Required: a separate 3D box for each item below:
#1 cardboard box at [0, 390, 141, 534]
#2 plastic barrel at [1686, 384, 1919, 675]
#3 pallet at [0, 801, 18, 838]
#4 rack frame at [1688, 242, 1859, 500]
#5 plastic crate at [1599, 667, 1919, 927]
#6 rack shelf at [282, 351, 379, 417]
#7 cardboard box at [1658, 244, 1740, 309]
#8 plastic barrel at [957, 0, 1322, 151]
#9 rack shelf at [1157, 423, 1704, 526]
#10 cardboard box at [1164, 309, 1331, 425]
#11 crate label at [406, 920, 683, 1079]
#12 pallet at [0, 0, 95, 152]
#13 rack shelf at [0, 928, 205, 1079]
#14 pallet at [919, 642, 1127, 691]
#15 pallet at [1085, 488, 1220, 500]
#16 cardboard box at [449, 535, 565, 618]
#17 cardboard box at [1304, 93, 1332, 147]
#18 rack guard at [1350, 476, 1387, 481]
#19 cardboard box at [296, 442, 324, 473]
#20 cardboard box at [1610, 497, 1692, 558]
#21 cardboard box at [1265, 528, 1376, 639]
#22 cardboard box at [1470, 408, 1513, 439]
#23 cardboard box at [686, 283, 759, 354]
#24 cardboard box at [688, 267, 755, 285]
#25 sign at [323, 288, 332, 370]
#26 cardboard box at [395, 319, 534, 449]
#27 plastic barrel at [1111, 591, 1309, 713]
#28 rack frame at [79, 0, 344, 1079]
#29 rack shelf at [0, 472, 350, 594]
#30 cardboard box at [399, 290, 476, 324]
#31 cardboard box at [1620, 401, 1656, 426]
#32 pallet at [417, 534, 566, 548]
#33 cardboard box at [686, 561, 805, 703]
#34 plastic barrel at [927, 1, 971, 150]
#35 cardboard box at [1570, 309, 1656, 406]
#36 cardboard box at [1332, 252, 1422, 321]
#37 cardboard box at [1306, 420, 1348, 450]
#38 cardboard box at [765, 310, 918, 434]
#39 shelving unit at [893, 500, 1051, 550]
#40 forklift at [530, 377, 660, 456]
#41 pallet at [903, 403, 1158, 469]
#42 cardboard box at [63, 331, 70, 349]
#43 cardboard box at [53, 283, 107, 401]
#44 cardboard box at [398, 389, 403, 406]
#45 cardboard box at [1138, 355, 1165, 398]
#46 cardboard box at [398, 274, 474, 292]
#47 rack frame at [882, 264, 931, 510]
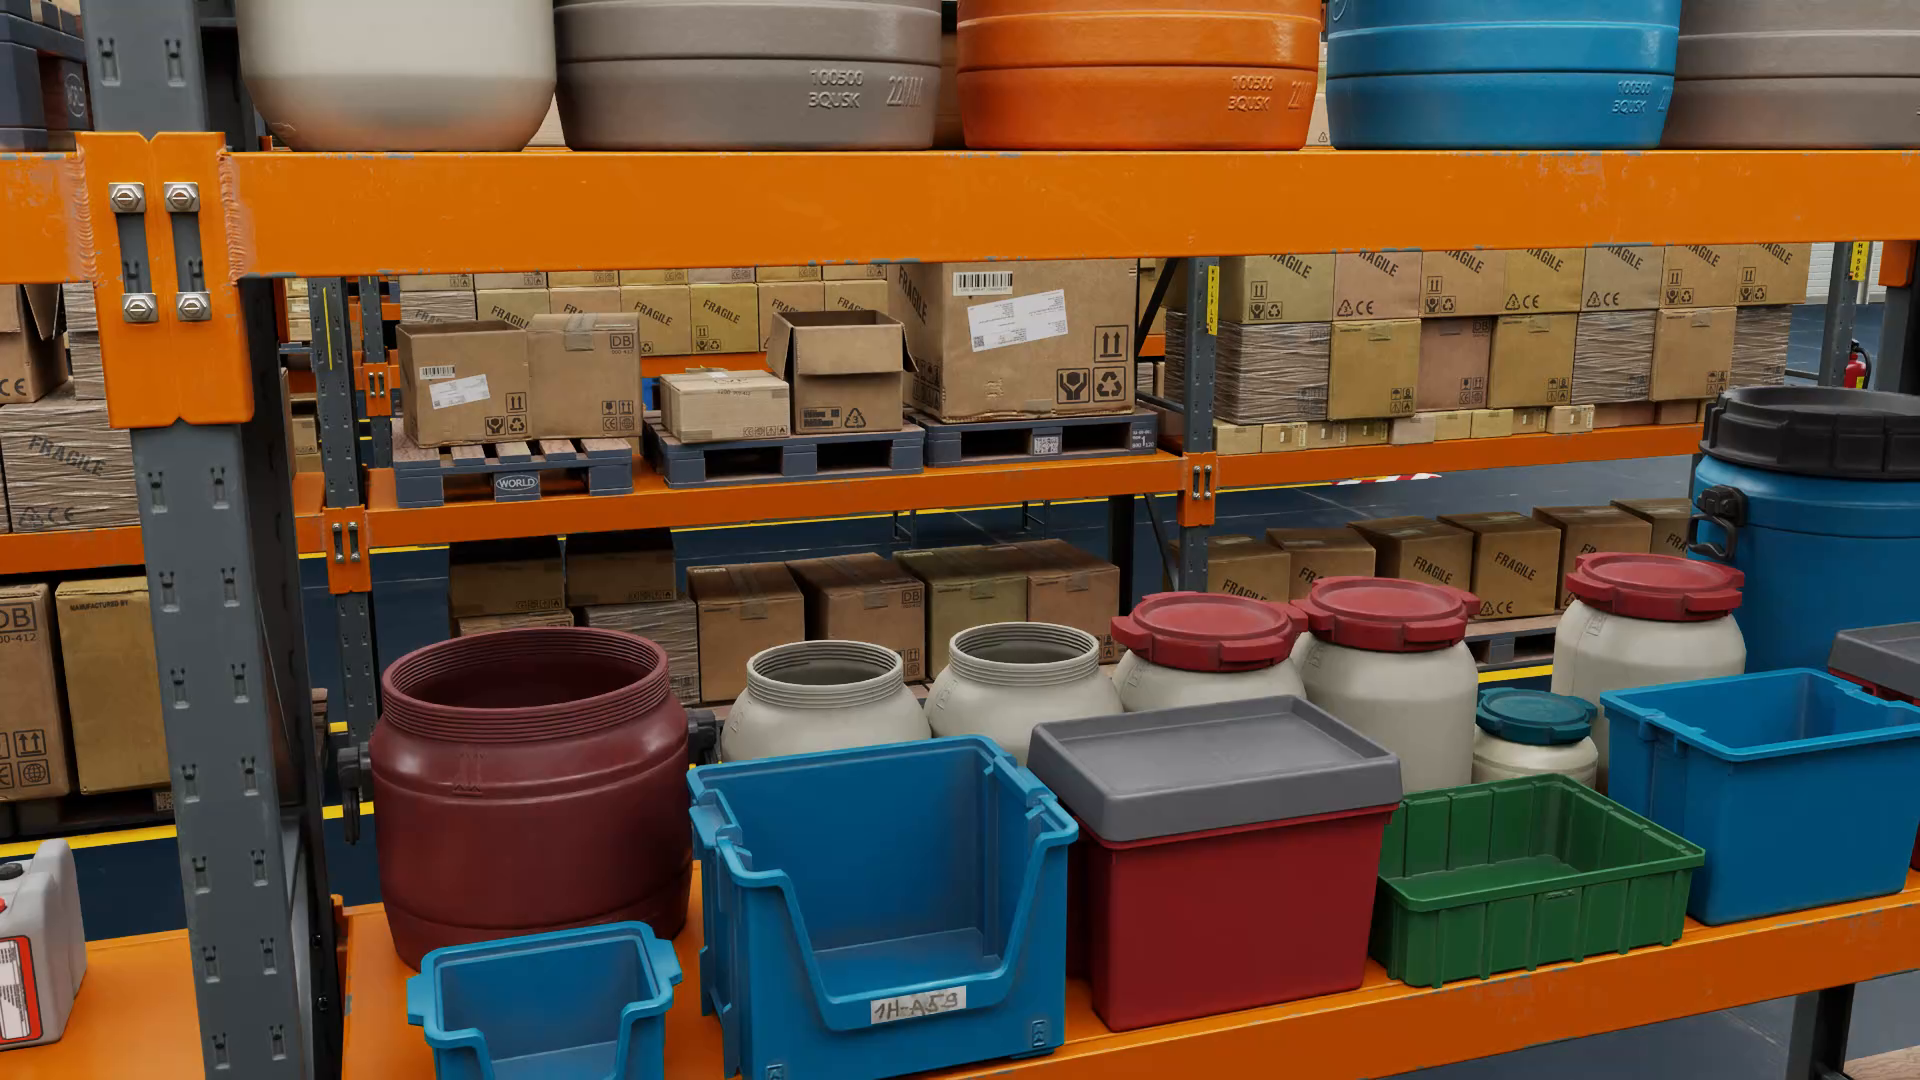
[{"bbox_3d":[-3.617,-0.340,6.873,0.500,0.500,0.500,-5,14,-19],"label":"cardboard box"},{"bbox_3d":[2.154,0.092,4.191,0.708,0.901,0.600,-4,14,-18],"label":"plastic barrel"},{"bbox_3d":[-4.679,1.070,7.188,1.213,0.211,1.003,-4,14,-18],"label":"pallet"},{"bbox_3d":[4.828,-1.008,9.898,0.127,3.000,1.000,-4,14,-18],"label":"rack frame"},{"bbox_3d":[1.671,0.531,3.463,0.575,0.384,0.392,-4,14,-18],"label":"plastic crate"},{"bbox_3d":[-6.136,-1.015,11.483,4.000,0.370,1.077,-4,14,-18],"label":"rack shelf"},{"bbox_3d":[3.914,-1.555,9.177,0.500,0.500,0.500,-4,14,-18],"label":"cardboard box"},{"bbox_3d":[0.293,-1.061,2.710,0.708,0.830,0.600,-4,14,-18],"label":"plastic barrel"},{"bbox_3d":[2.933,-0.510,9.361,4.000,0.370,1.077,-4,14,-18],"label":"rack shelf"},{"bbox_3d":[1.483,-0.926,8.693,0.500,0.500,0.875,-4,14,-18],"label":"cardboard box"},{"bbox_3d":[-0.655,0.801,2.653,0.416,0.233,0.303,-4,14,-18],"label":"crate label"},{"bbox_3d":[-1.930,-0.664,2.376,1.213,0.211,1.003,-4,14,-18],"label":"pallet"},{"bbox_3d":[-3.070,1.166,2.311,4.000,0.370,1.077,-4,14,-18],"label":"rack shelf"},{"bbox_3d":[0.300,0.702,8.736,1.213,0.211,1.003,-4,14,-18],"label":"pallet"},{"bbox_3d":[1.455,-0.581,14.130,1.213,0.211,1.003,-4,14,-18],"label":"pallet"},{"bbox_3d":[-2.128,0.164,7.803,0.500,0.250,0.500,-4,14,-16],"label":"cardboard box"},{"bbox_3d":[1.545,-2.076,8.230,0.500,0.250,0.500,-5,14,-20],"label":"cardboard box"},{"bbox_3d":[3.365,-0.889,14.799,0.348,0.500,1.175,-4,14,-18],"label":"rack guard"},{"bbox_3d":[-4.780,-0.395,11.816,0.500,0.500,0.500,-5,14,-18],"label":"cardboard box"},{"bbox_3d":[4.231,0.046,9.960,0.500,0.500,0.500,-2,14,-8],"label":"cardboard box"},{"bbox_3d":[1.970,0.234,9.169,0.500,0.500,0.500,0,13,0],"label":"cardboard box"},{"bbox_3d":[2.754,-0.654,8.953,0.250,0.149,0.380,-4,14,-18],"label":"cardboard box"},{"bbox_3d":[-1.816,-1.685,12.528,0.500,0.500,0.500,-4,14,-17],"label":"cardboard box"},{"bbox_3d":[-1.884,-2.229,12.657,0.500,0.500,0.700,-4,14,-18],"label":"cardboard box"},{"bbox_3d":[-2.574,-0.859,6.771,0.005,0.325,0.100,-4,14,-18],"label":"sign"},{"bbox_3d":[-2.255,-0.719,7.560,0.500,0.500,0.500,-6,15,-25],"label":"cardboard box"},{"bbox_3d":[0.535,0.416,3.618,0.433,0.535,0.433,0,13,0],"label":"plastic barrel"},{"bbox_3d":[-1.174,0.669,2.849,0.127,3.000,1.000,-4,14,-18],"label":"rack frame"},{"bbox_3d":[-4.649,0.080,6.878,4.000,0.370,1.077,-4,14,-18],"label":"rack shelf"},{"bbox_3d":[-3.728,-1.535,11.899,0.500,0.500,0.500,-4,14,-17],"label":"cardboard box"},{"bbox_3d":[3.674,-0.747,9.343,0.250,0.149,0.380,-4,14,-18],"label":"cardboard box"},{"bbox_3d":[-3.469,-0.198,12.518,1.213,0.211,1.003,-4,14,-18],"label":"pallet"},{"bbox_3d":[-1.068,0.444,8.246,0.500,0.500,0.700,-3,14,-13],"label":"cardboard box"},{"bbox_3d":[-0.043,-0.868,3.127,0.301,0.262,0.301,0,13,0],"label":"plastic barrel"},{"bbox_3d":[3.375,-1.076,9.325,0.500,0.500,0.875,-4,14,-18],"label":"cardboard box"},{"bbox_3d":[2.018,-1.407,8.557,0.500,0.500,0.500,-4,14,-18],"label":"cardboard box"},{"bbox_3d":[1.806,-0.580,8.644,0.250,0.149,0.380,-4,14,-18],"label":"cardboard box"},{"bbox_3d":[-0.576,-0.819,7.973,0.637,0.503,0.797,-3,14,-12],"label":"cardboard box"},{"bbox_3d":[0.081,-0.736,11.996,1.048,1.500,0.538,-4,14,-18],"label":"shelving unit"},{"bbox_3d":[-2.702,-2.255,15.289,1.130,2.935,3.031,13,18,43],"label":"forklift"},{"bbox_3d":[0.266,-0.595,8.576,1.213,0.211,1.003,-4,14,-18],"label":"pallet"},{"bbox_3d":[-5.778,-1.364,11.031,0.250,0.149,0.380,-4,14,-16],"label":"cardboard box"},{"bbox_3d":[-3.452,-0.904,7.076,0.637,0.503,0.797,-4,14,-16],"label":"cardboard box"},{"bbox_3d":[-5.376,-1.556,16.975,0.625,0.372,0.950,-5,14,-22],"label":"cardboard box"},{"bbox_3d":[1.887,-1.144,14.154,0.875,0.875,0.875,-5,14,-19],"label":"cardboard box"},{"bbox_3d":[-3.811,-2.079,12.023,0.500,0.500,0.700,-5,14,-18],"label":"cardboard box"},{"bbox_3d":[-0.449,-1.808,13.261,0.127,3.000,1.000,-4,14,-18],"label":"rack frame"}]
